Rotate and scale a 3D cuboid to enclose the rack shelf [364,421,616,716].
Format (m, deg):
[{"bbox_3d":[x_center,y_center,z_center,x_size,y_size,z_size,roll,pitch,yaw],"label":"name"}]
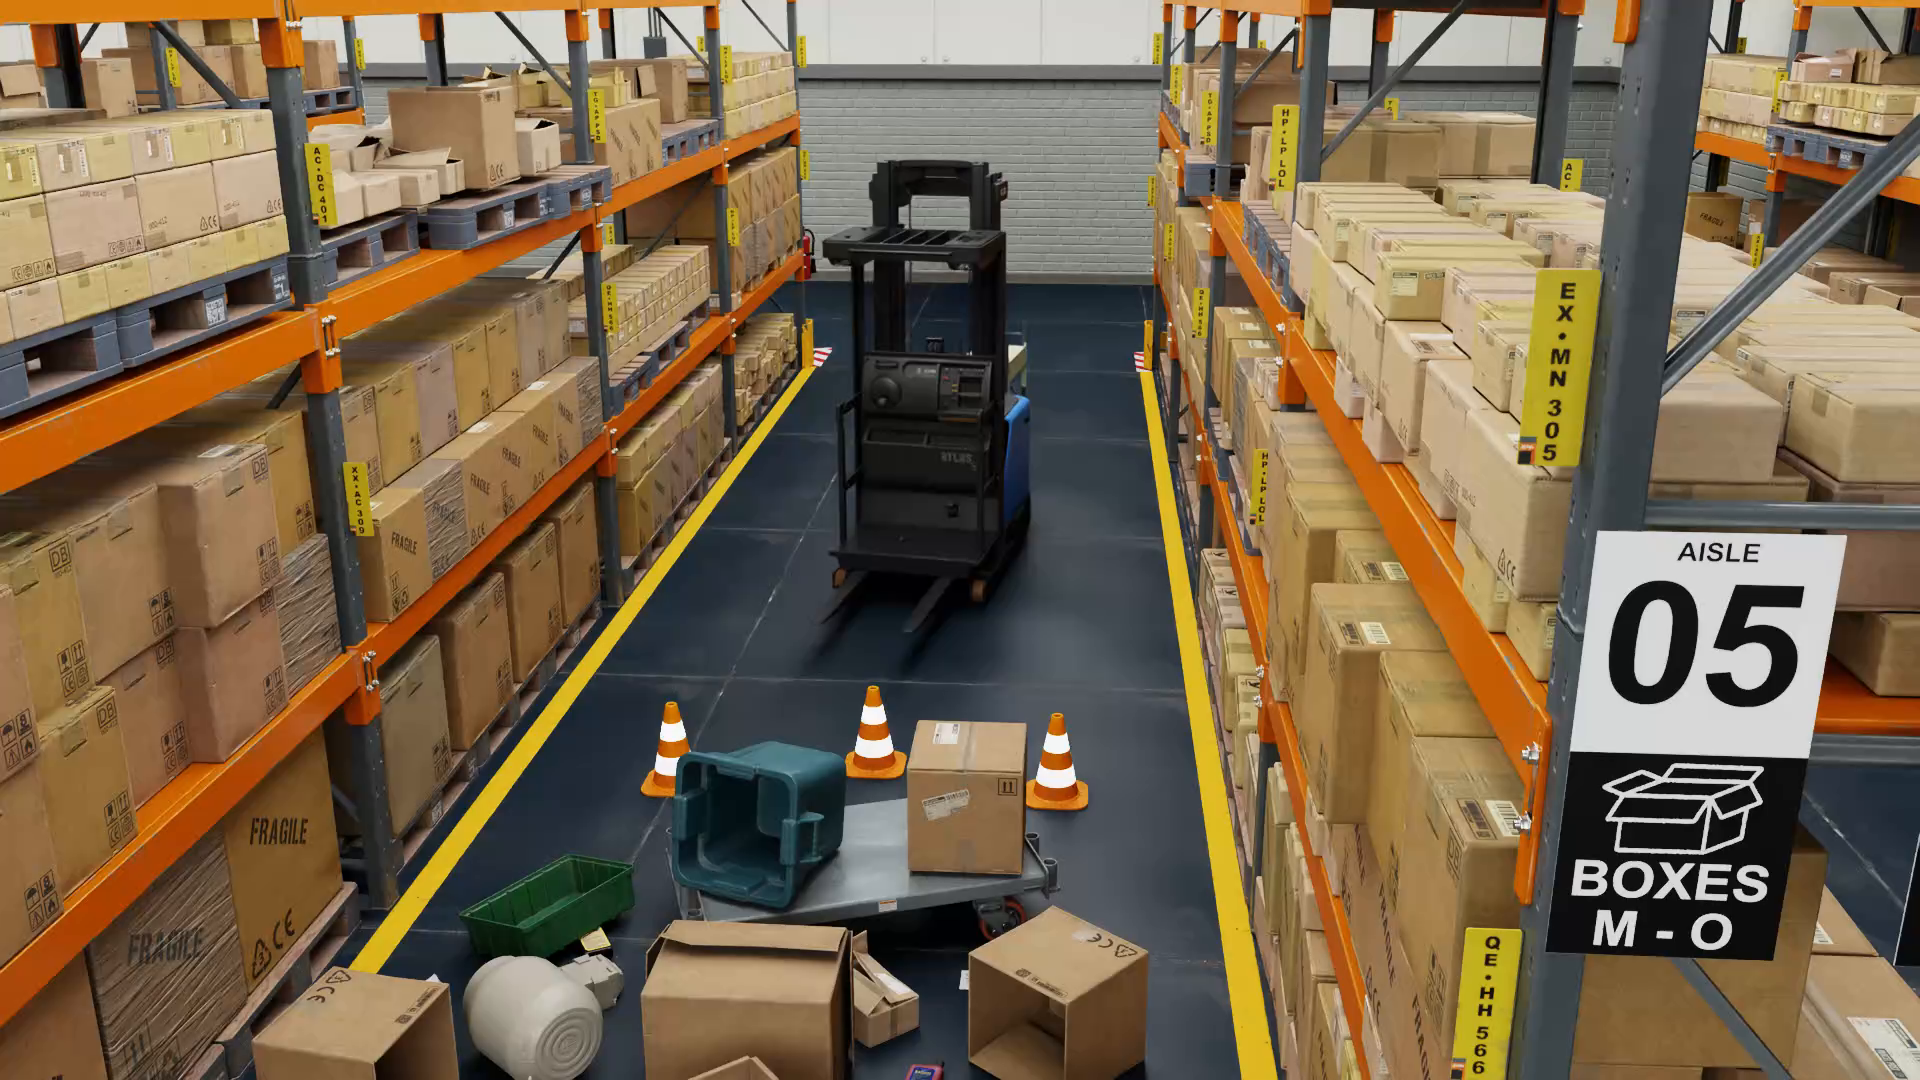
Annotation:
[{"bbox_3d":[-2.985,-0.015,9.307,1.077,0.370,4.000,1,18,4],"label":"rack shelf"}]

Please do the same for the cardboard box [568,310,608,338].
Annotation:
[{"bbox_3d":[-2.615,-1.481,11.400,0.380,0.149,0.250,1,18,4],"label":"cardboard box"}]

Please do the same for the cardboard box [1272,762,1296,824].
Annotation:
[{"bbox_3d":[1.436,1.001,6.547,0.380,0.149,0.250,2,18,5],"label":"cardboard box"}]

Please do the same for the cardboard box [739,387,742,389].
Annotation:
[{"bbox_3d":[-2.281,-1.392,15.782,0.380,0.149,0.250,1,18,4],"label":"cardboard box"}]

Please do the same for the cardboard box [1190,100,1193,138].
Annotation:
[{"bbox_3d":[1.910,-3.143,12.421,0.396,0.266,0.258,3,18,8],"label":"cardboard box"}]

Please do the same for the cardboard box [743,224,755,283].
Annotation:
[{"bbox_3d":[-2.239,-2.711,15.741,0.500,0.500,0.500,1,18,4],"label":"cardboard box"}]

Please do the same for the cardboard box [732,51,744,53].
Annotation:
[{"bbox_3d":[-2.518,-5.148,17.798,0.380,0.149,0.250,1,18,3],"label":"cardboard box"}]

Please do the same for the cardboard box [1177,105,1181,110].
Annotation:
[{"bbox_3d":[2.117,-3.955,14.740,0.396,0.266,0.258,2,18,6],"label":"cardboard box"}]

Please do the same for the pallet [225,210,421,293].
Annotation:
[{"bbox_3d":[-3.111,-1.356,7.734,0.805,0.209,1.217,1,18,2],"label":"pallet"}]

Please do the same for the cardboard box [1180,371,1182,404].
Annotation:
[{"bbox_3d":[2.606,-1.594,16.410,0.875,0.438,0.875,1,18,2],"label":"cardboard box"}]

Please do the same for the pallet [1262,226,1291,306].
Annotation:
[{"bbox_3d":[1.967,-1.182,7.197,1.213,0.211,1.003,1,18,4],"label":"pallet"}]

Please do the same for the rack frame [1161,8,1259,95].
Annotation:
[{"bbox_3d":[2.677,-6.234,17.497,1.000,3.000,0.127,1,18,4],"label":"rack frame"}]

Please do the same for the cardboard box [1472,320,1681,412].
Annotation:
[{"bbox_3d":[1.316,-0.370,3.540,0.380,0.149,0.250,1,18,3],"label":"cardboard box"}]

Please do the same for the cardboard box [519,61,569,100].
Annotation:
[{"bbox_3d":[-3.000,-3.346,12.110,0.396,0.266,0.258,1,18,4],"label":"cardboard box"}]

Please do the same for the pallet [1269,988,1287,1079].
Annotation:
[{"bbox_3d":[1.804,1.878,6.853,1.003,0.211,1.213,1,18,4],"label":"pallet"}]

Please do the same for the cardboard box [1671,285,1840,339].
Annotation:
[{"bbox_3d":[1.855,-0.515,3.984,0.380,0.149,0.250,1,18,4],"label":"cardboard box"}]

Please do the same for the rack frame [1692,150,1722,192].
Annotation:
[{"bbox_3d":[7.628,-3.274,18.097,1.000,3.000,0.127,1,18,4],"label":"rack frame"}]

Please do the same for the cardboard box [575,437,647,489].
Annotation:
[{"bbox_3d":[-2.550,-0.555,11.934,0.500,0.250,0.500,0,18,1],"label":"cardboard box"}]

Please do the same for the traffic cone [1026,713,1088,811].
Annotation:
[{"bbox_3d":[0.509,1.133,8.723,0.336,0.463,0.334,1,18,4],"label":"traffic cone"}]

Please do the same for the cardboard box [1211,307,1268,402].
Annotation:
[{"bbox_3d":[1.840,-1.153,10.311,0.500,0.500,0.500,1,18,2],"label":"cardboard box"}]

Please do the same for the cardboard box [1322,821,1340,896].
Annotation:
[{"bbox_3d":[1.383,1.030,5.367,0.380,0.149,0.250,1,18,4],"label":"cardboard box"}]

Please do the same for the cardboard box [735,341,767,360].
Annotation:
[{"bbox_3d":[-2.186,-1.935,16.959,0.380,0.149,0.250,1,18,4],"label":"cardboard box"}]

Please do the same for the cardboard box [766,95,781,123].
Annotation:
[{"bbox_3d":[-2.115,-4.357,16.827,0.500,0.250,0.500,2,18,6],"label":"cardboard box"}]

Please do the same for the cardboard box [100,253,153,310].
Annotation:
[{"bbox_3d":[-2.908,-0.853,5.460,0.380,0.149,0.250,2,18,5],"label":"cardboard box"}]

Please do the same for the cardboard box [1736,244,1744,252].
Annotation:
[{"bbox_3d":[7.744,-2.719,16.167,0.500,0.250,0.500,1,18,4],"label":"cardboard box"}]

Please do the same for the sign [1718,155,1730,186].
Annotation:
[{"bbox_3d":[8.180,-3.956,17.811,0.100,0.325,0.005,1,18,4],"label":"sign"}]

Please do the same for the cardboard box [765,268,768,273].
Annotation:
[{"bbox_3d":[-2.189,-2.837,17.169,0.380,0.149,0.250,1,18,2],"label":"cardboard box"}]

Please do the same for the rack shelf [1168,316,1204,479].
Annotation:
[{"bbox_3d":[2.247,-1.178,12.856,1.077,0.370,4.000,1,18,4],"label":"rack shelf"}]

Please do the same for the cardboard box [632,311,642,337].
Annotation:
[{"bbox_3d":[-2.555,-1.591,12.212,0.380,0.149,0.250,1,18,4],"label":"cardboard box"}]

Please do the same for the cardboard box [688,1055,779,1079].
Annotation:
[{"bbox_3d":[-0.869,2.170,5.492,0.797,0.503,0.637,-13,22,-34],"label":"cardboard box"}]

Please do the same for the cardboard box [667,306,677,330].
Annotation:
[{"bbox_3d":[-2.476,-1.768,13.230,0.380,0.149,0.250,2,18,6],"label":"cardboard box"}]

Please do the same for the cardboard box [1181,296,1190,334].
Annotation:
[{"bbox_3d":[1.971,-1.701,12.736,0.500,0.250,0.500,1,18,2],"label":"cardboard box"}]

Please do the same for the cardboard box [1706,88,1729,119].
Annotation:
[{"bbox_3d":[7.201,-4.003,15.268,0.500,0.250,0.500,2,18,5],"label":"cardboard box"}]

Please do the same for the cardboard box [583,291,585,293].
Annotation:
[{"bbox_3d":[-3.131,-1.922,13.223,0.380,0.149,0.250,1,18,3],"label":"cardboard box"}]

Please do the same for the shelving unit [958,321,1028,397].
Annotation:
[{"bbox_3d":[0.264,-0.973,13.484,0.431,1.500,0.755,4,19,13],"label":"shelving unit"}]

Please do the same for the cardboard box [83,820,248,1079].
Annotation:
[{"bbox_3d":[-3.304,1.548,6.118,0.875,0.875,0.875,1,18,4],"label":"cardboard box"}]

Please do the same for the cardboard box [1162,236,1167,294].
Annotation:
[{"bbox_3d":[2.221,-2.655,16.047,0.500,0.500,0.500,1,18,3],"label":"cardboard box"}]

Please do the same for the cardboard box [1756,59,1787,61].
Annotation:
[{"bbox_3d":[7.747,-4.386,15.634,0.500,0.250,0.500,1,18,4],"label":"cardboard box"}]

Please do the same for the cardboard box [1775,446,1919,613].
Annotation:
[{"bbox_3d":[1.832,-0.060,3.234,0.500,0.250,0.500,1,18,3],"label":"cardboard box"}]

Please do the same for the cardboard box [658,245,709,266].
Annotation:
[{"bbox_3d":[-2.389,-2.454,14.369,0.380,0.149,0.250,2,18,6],"label":"cardboard box"}]

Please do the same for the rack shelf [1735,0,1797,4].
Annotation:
[{"bbox_3d":[7.485,-5.160,15.380,1.077,0.370,4.000,1,18,4],"label":"rack shelf"}]

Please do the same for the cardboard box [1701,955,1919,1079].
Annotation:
[{"bbox_3d":[1.840,1.256,3.634,0.500,0.500,0.500,1,18,3],"label":"cardboard box"}]

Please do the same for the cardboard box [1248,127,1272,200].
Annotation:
[{"bbox_3d":[2.025,-2.078,9.468,0.700,0.500,0.500,1,18,4],"label":"cardboard box"}]

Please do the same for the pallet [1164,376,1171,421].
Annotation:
[{"bbox_3d":[2.607,-1.430,16.949,1.003,0.211,1.213,1,18,4],"label":"pallet"}]

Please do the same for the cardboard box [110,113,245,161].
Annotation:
[{"bbox_3d":[-2.855,-1.468,6.058,0.380,0.149,0.250,1,18,4],"label":"cardboard box"}]

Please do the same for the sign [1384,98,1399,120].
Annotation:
[{"bbox_3d":[2.644,-2.557,10.262,0.100,0.325,0.005,1,18,4],"label":"sign"}]

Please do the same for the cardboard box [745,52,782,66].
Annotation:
[{"bbox_3d":[-2.092,-5.059,17.526,0.380,0.149,0.250,2,18,5],"label":"cardboard box"}]

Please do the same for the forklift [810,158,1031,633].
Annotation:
[{"bbox_3d":[-0.280,-1.084,11.525,1.130,2.935,3.031,4,19,13],"label":"forklift"}]

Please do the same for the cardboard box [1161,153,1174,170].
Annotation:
[{"bbox_3d":[2.294,-3.949,17.350,0.380,0.149,0.250,2,18,6],"label":"cardboard box"}]

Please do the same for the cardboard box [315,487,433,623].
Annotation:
[{"bbox_3d":[-2.822,0.060,7.763,0.500,0.500,0.500,1,18,5],"label":"cardboard box"}]

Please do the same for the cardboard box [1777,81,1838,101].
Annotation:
[{"bbox_3d":[6.882,-3.643,13.497,0.380,0.149,0.250,2,18,6],"label":"cardboard box"}]

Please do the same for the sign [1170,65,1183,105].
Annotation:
[{"bbox_3d":[1.836,-3.862,14.117,0.100,0.325,0.005,1,18,4],"label":"sign"}]

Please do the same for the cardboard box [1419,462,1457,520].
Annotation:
[{"bbox_3d":[1.370,-0.153,4.158,0.380,0.149,0.250,1,18,3],"label":"cardboard box"}]

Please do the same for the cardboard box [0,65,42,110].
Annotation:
[{"bbox_3d":[-7.656,-3.429,12.913,0.797,0.503,0.637,1,18,3],"label":"cardboard box"}]
